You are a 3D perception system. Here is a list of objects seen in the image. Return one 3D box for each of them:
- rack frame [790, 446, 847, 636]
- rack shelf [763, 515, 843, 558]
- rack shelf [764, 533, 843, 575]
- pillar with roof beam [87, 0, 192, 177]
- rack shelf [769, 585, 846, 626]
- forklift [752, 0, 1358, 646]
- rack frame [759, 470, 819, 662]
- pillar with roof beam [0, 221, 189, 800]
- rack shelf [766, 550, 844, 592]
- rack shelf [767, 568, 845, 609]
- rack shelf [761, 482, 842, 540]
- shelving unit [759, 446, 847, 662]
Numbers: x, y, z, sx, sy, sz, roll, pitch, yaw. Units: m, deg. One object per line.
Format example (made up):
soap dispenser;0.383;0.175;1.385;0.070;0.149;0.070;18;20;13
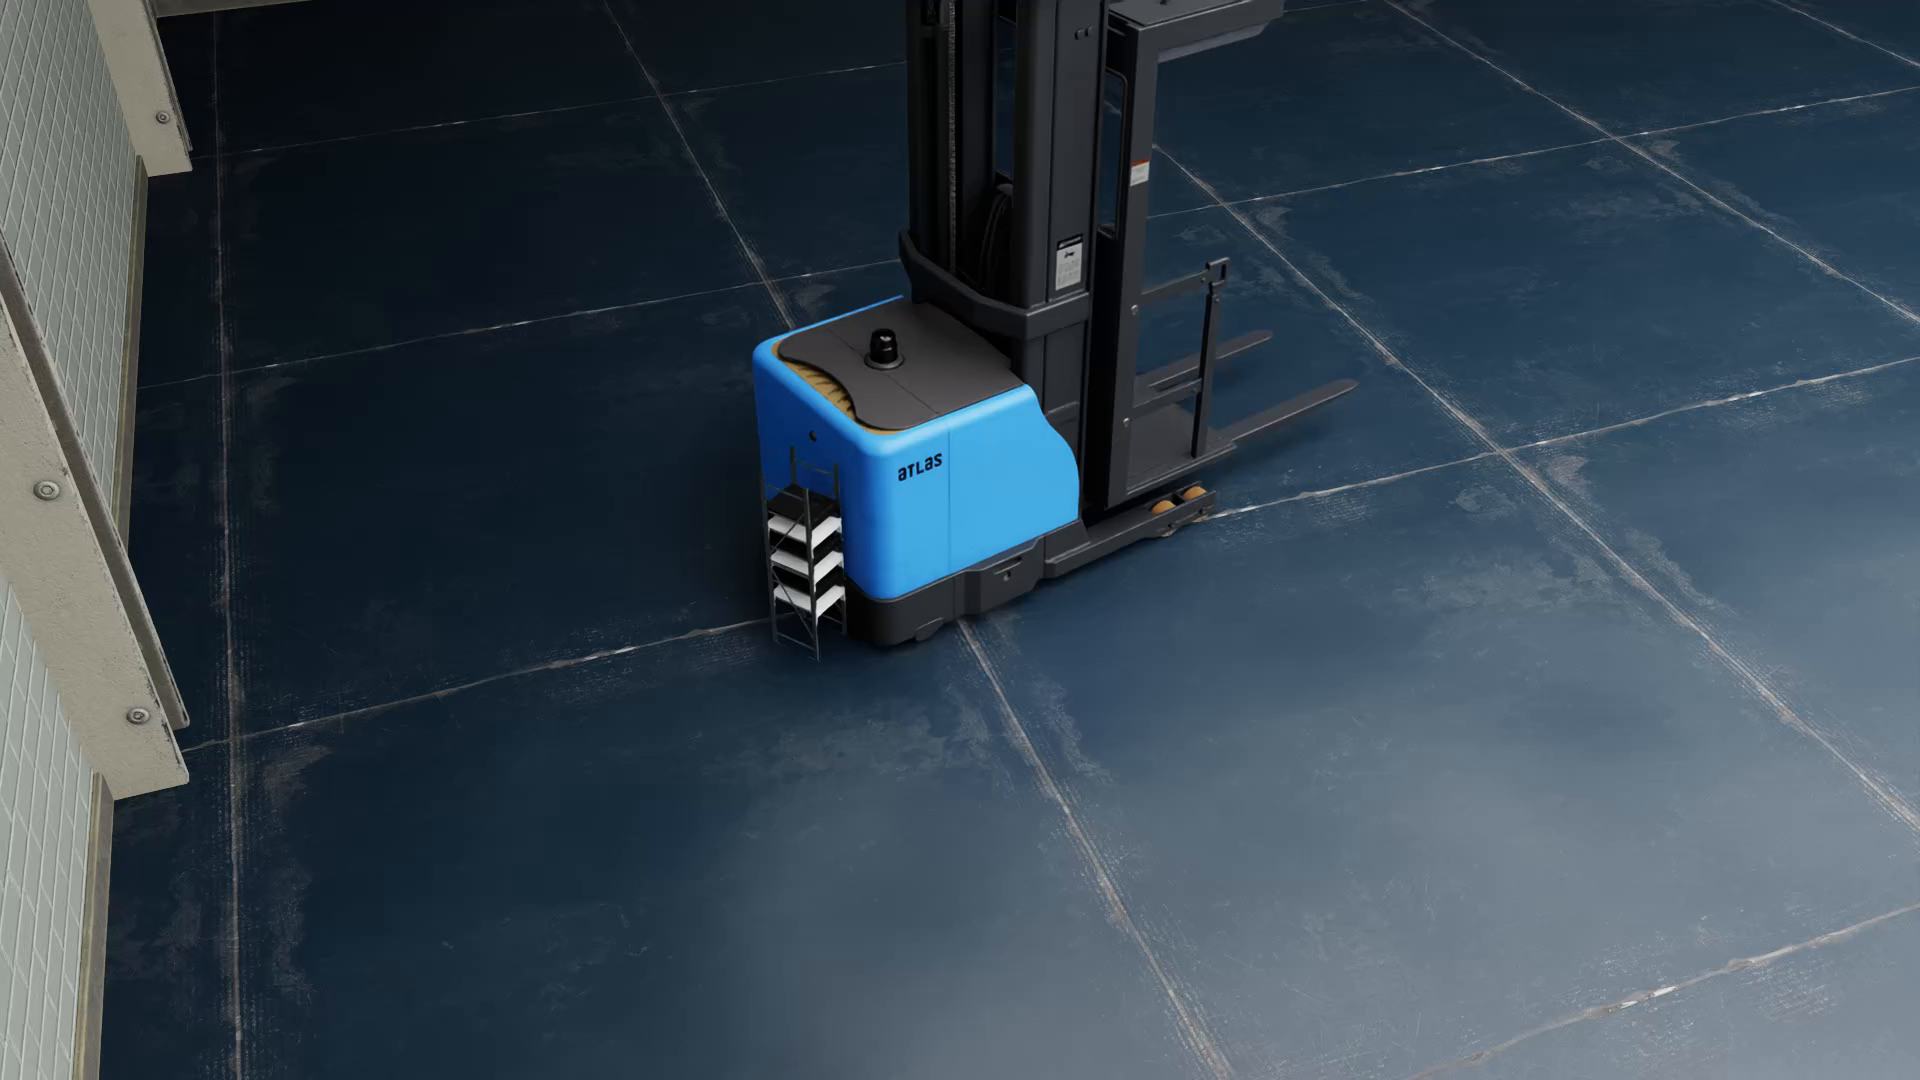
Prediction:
rack frame;-0.590;0.017;6.979;0.240;0.900;0.006;21;42;26
rack shelf;-0.645;-0.049;6.823;0.258;0.077;0.200;21;42;26
rack shelf;-0.645;0.023;6.877;0.258;0.077;0.200;21;42;26
pillar with roof beam;-1.247;-7.007;9.574;9.100;9.000;0.400;-12;39;-16
rack shelf;-0.645;0.238;7.040;0.258;0.077;0.200;21;42;26
forklift;0.595;-1.424;7.205;3.031;2.935;1.130;-23;43;-28
rack frame;-0.700;0.120;6.843;0.240;0.900;0.006;21;42;26
pillar with roof beam;0.818;-3.618;5.074;9.100;9.000;0.400;-12;39;-16
rack shelf;-0.645;0.095;6.931;0.258;0.077;0.200;21;42;26
rack shelf;-0.645;0.167;6.985;0.258;0.077;0.200;21;42;26
rack shelf;-0.645;-0.121;6.768;0.258;0.077;0.200;21;42;26
shelving unit;-0.645;0.068;6.911;0.258;0.900;0.210;21;42;26
